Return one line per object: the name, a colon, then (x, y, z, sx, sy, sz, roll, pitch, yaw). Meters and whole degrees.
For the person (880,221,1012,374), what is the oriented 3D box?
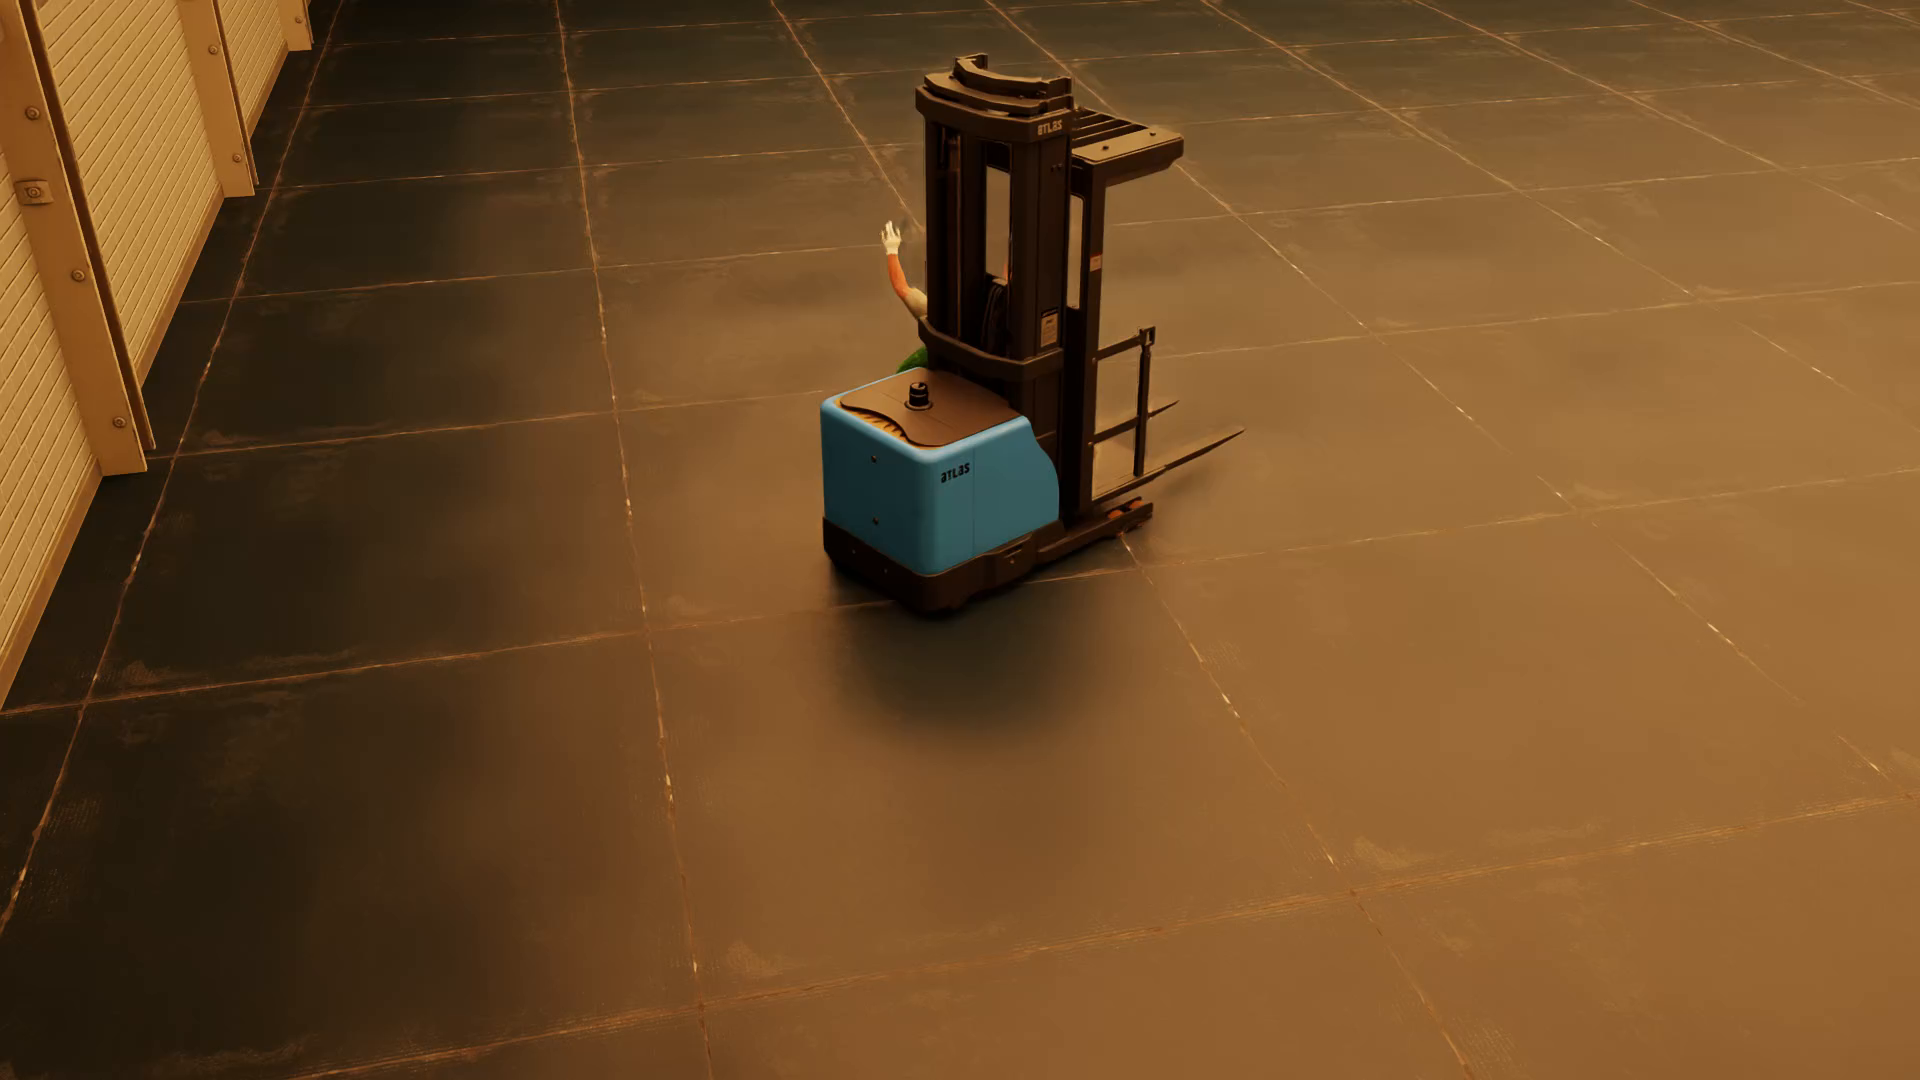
person: (0.016, -1.310, 11.073, 1.013, 1.658, 0.738, -8, 31, -13)

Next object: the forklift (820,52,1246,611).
forklift: (0.602, -1.467, 10.109, 3.031, 2.935, 1.130, -24, 38, -35)
